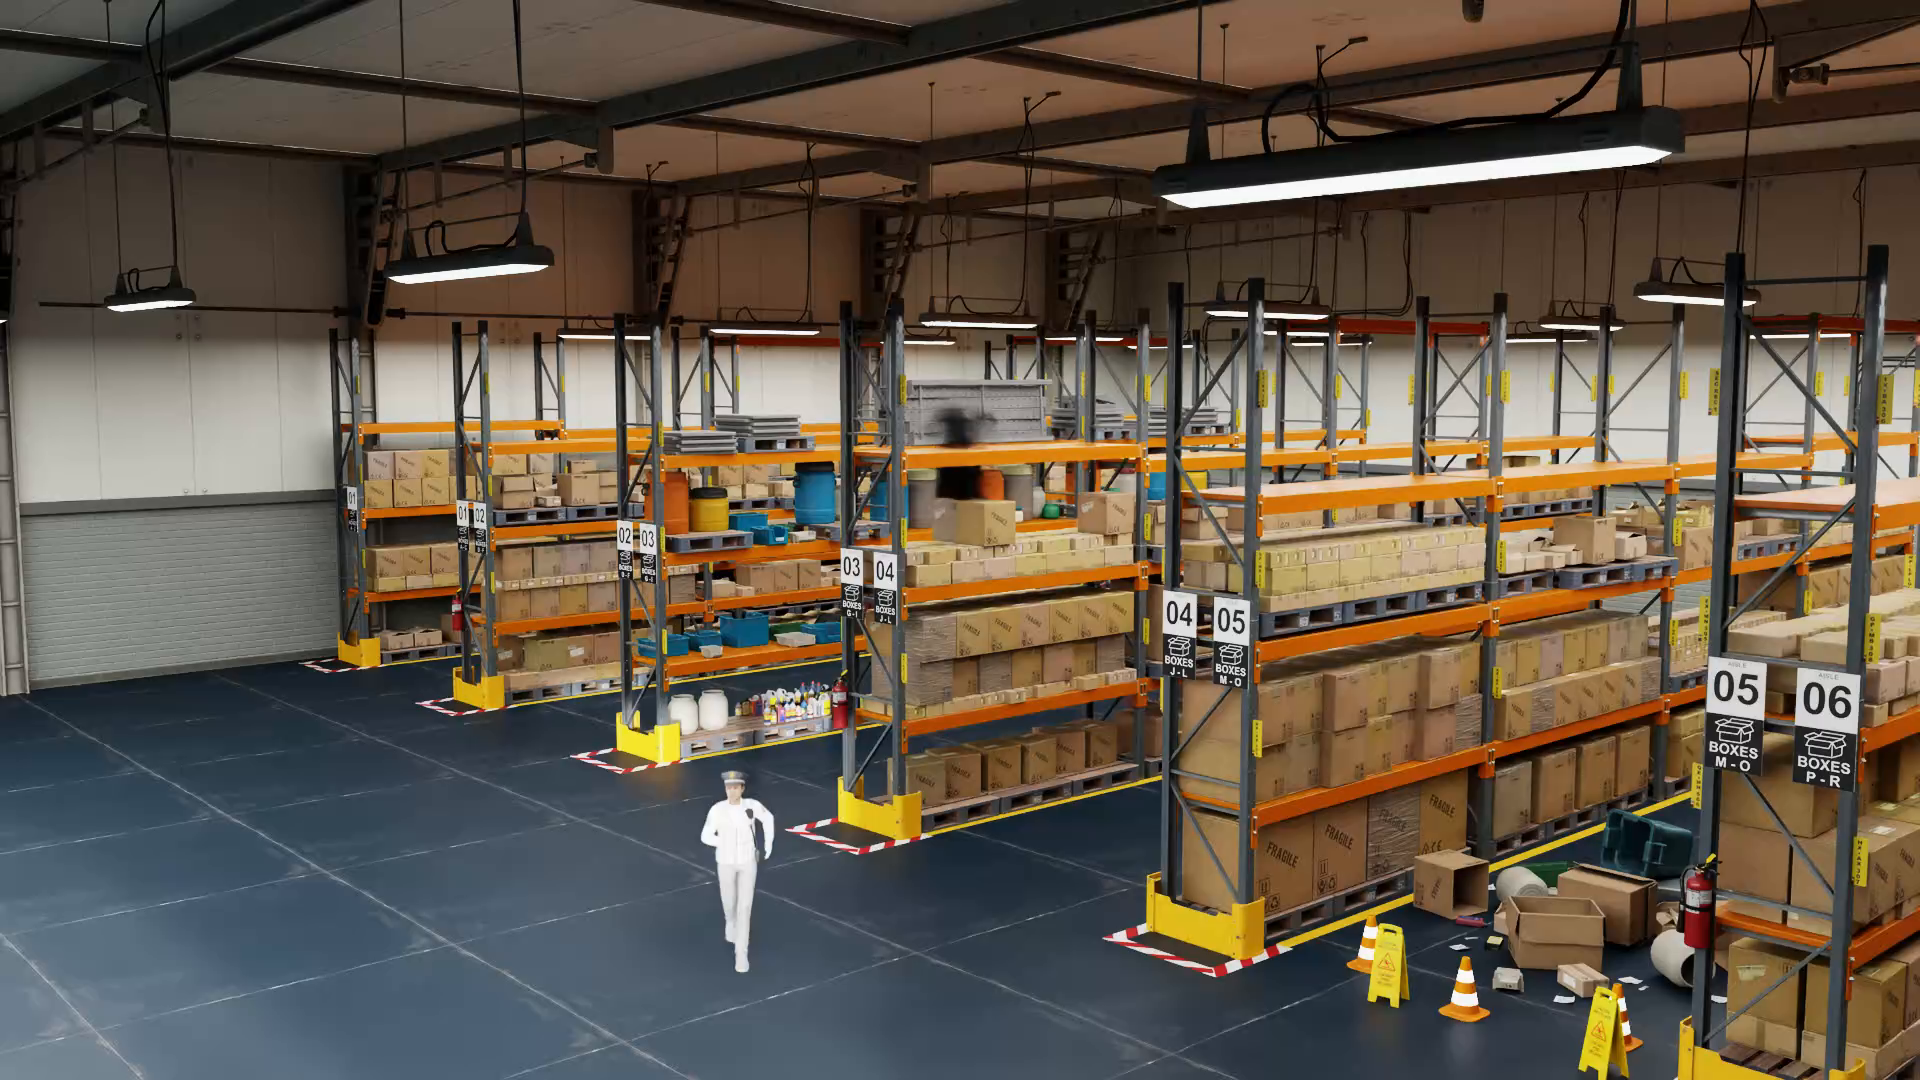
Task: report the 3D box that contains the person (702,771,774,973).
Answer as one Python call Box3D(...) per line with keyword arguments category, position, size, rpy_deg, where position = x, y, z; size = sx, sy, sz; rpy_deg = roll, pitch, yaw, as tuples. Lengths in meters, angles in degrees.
Box3D(category="person", position=(-1.965, 2.847, 14.670), size=(0.625, 1.648, 1.036), rpy_deg=(0, 6, -3))

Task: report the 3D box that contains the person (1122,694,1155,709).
Box3D(category="person", position=(2.604, 1.949, 24.408), size=(0.566, 1.613, 0.577), rpy_deg=(-5, 8, -41))
